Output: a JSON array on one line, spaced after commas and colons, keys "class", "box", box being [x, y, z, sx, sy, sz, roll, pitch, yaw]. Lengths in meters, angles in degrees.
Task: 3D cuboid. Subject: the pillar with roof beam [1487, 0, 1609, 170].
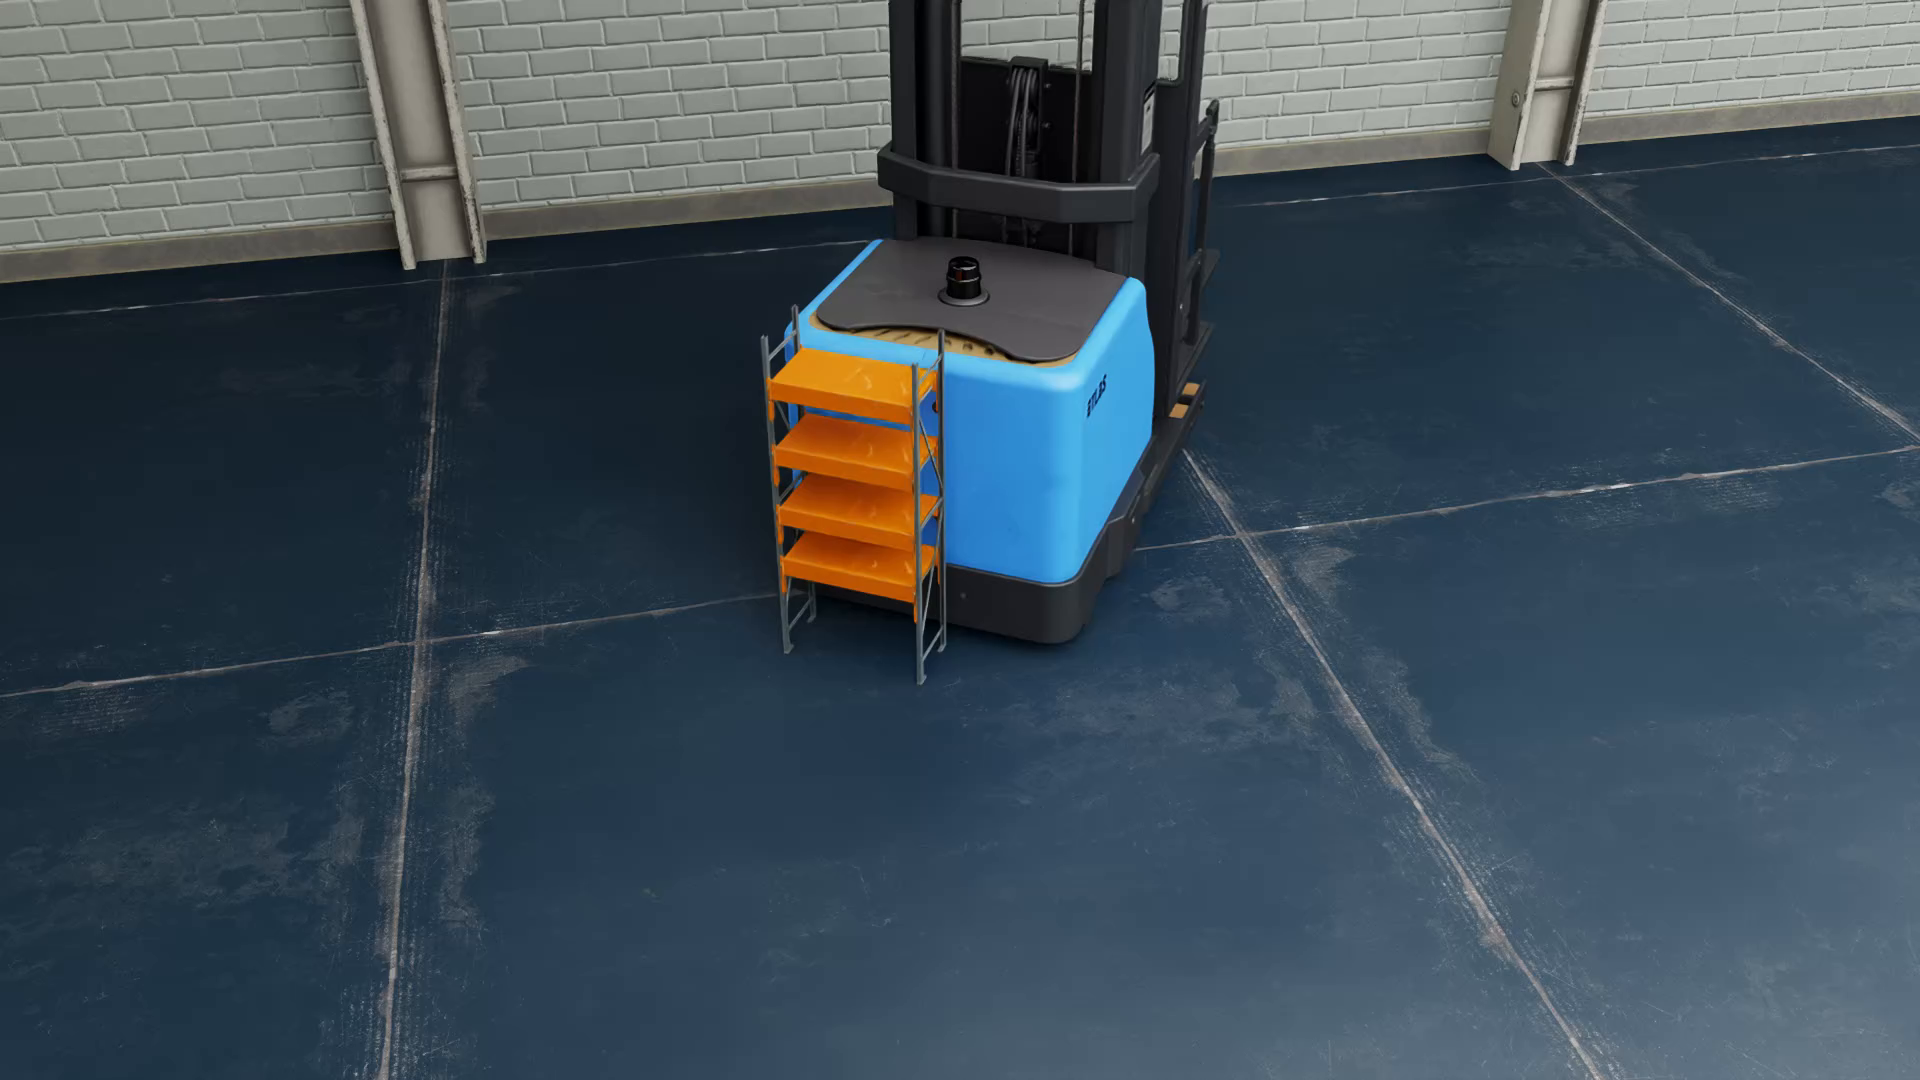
[{"class": "pillar with roof beam", "box": [4.201, -3.583, 3.513, 0.400, 9.000, 9.100, -7, 35, -11]}]

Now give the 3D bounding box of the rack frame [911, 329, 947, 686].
[{"class": "rack frame", "box": [-0.094, -0.077, 5.288, 0.015, 1.200, 0.240, 12, 36, 17]}]

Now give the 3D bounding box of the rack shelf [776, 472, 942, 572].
[{"class": "rack shelf", "box": [-0.324, -0.068, 5.395, 0.480, 0.148, 0.258, 12, 36, 17]}]

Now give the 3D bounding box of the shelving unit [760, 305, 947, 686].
[{"class": "shelving unit", "box": [-0.324, -0.124, 5.358, 0.503, 1.200, 0.258, 12, 36, 17]}]

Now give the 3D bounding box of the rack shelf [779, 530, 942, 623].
[{"class": "rack shelf", "box": [-0.323, 0.097, 5.506, 0.480, 0.148, 0.258, 12, 36, 17]}]

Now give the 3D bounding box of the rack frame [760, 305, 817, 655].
[{"class": "rack frame", "box": [-0.553, -0.171, 5.428, 0.015, 1.200, 0.240, 12, 36, 17]}]

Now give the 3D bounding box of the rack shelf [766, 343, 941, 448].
[{"class": "rack shelf", "box": [-0.324, -0.450, 5.139, 0.480, 0.148, 0.258, 12, 36, 17]}]

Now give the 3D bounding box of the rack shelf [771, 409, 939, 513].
[{"class": "rack shelf", "box": [-0.324, -0.254, 5.271, 0.480, 0.148, 0.258, 12, 36, 17]}]

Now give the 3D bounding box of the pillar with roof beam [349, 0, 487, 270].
[{"class": "pillar with roof beam", "box": [-1.651, -2.845, 2.414, 0.400, 9.000, 9.100, -7, 35, -11]}]

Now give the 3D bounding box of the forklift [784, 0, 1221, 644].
[{"class": "forklift", "box": [0.397, -1.683, 6.127, 1.130, 2.935, 3.031, 12, 36, 17]}]
